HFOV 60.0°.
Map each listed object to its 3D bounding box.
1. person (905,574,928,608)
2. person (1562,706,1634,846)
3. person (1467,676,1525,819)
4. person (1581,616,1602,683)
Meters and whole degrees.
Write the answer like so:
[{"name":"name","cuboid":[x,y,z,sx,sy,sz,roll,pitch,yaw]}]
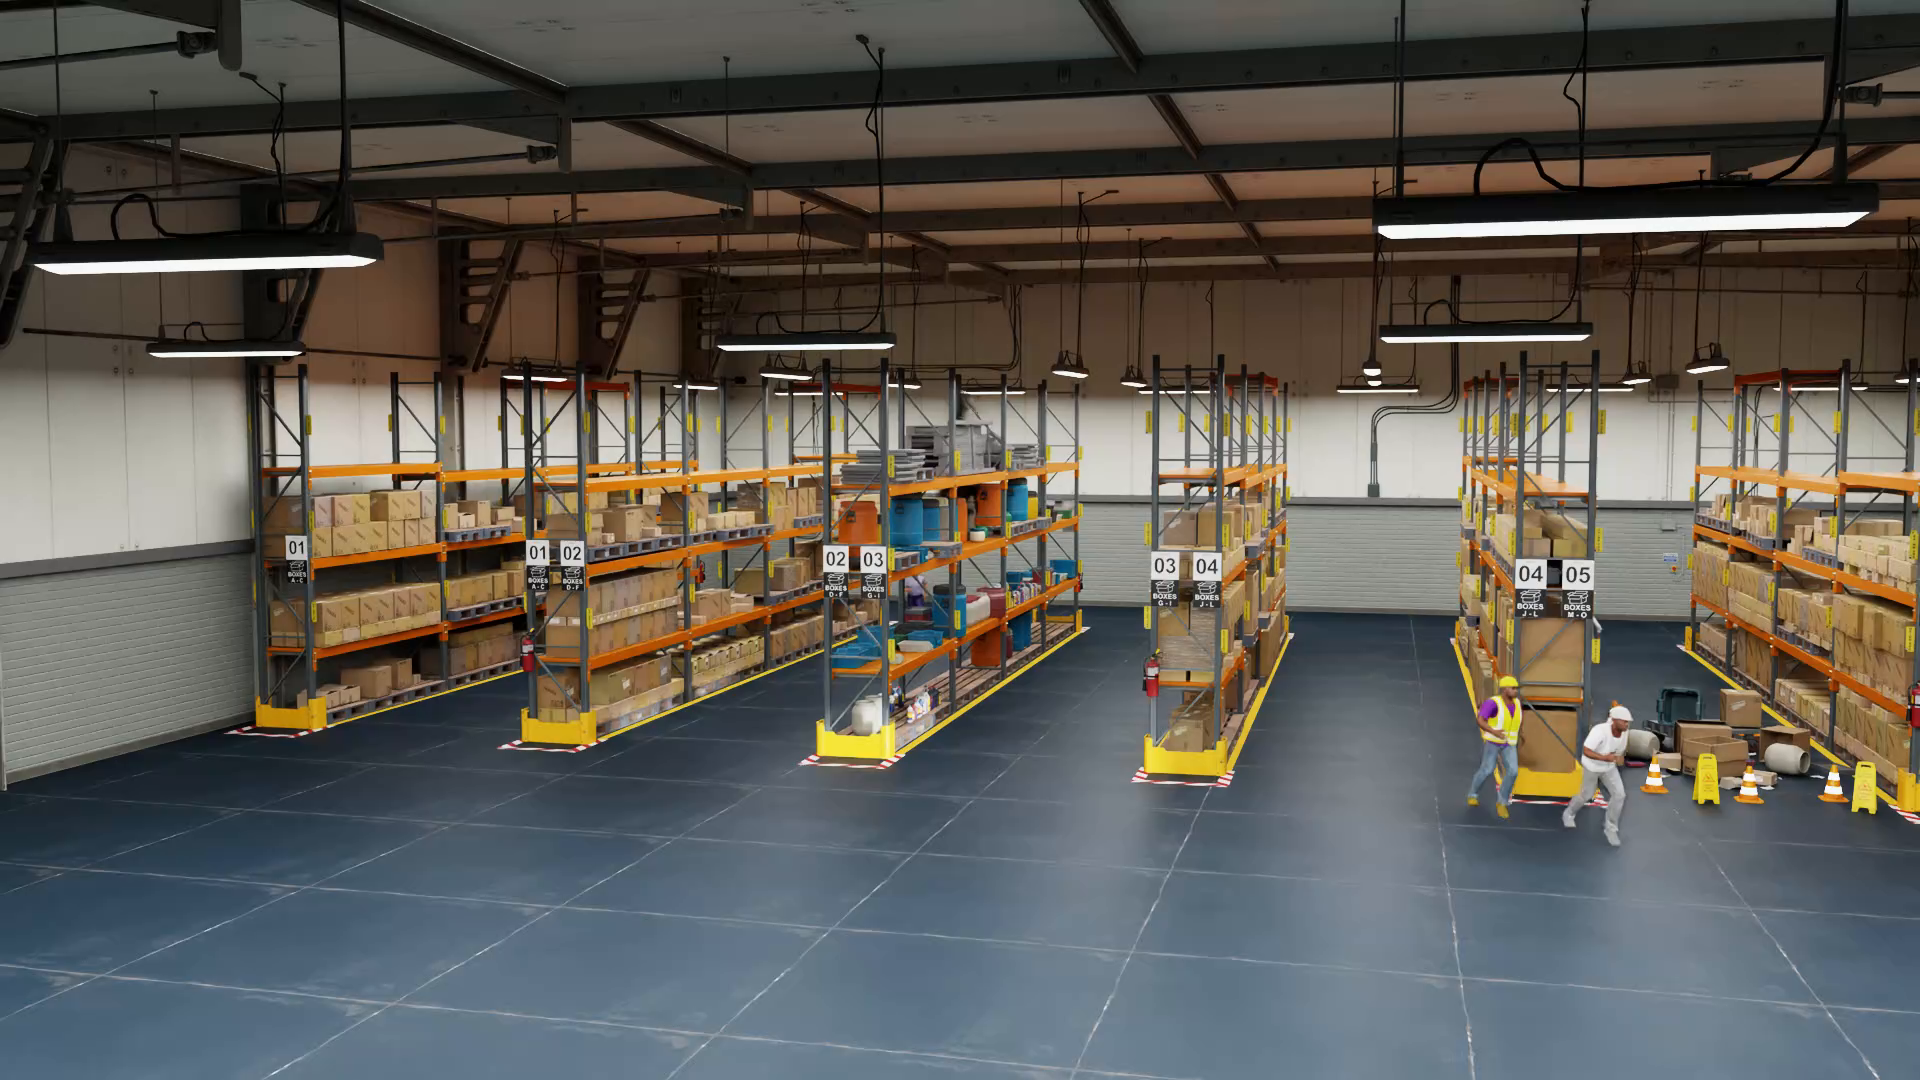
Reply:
[{"name":"person","cuboid":[-1.075,1.469,39.428,0.594,1.689,0.787,0,4,7]},{"name":"person","cuboid":[7.724,2.810,20.118,0.745,1.716,1.030,-2,4,-23]},{"name":"person","cuboid":[7.005,2.656,21.478,0.763,1.801,0.679,-1,4,-14]},{"name":"person","cuboid":[11.991,2.017,31.905,0.550,1.626,0.755,1,4,12]}]
